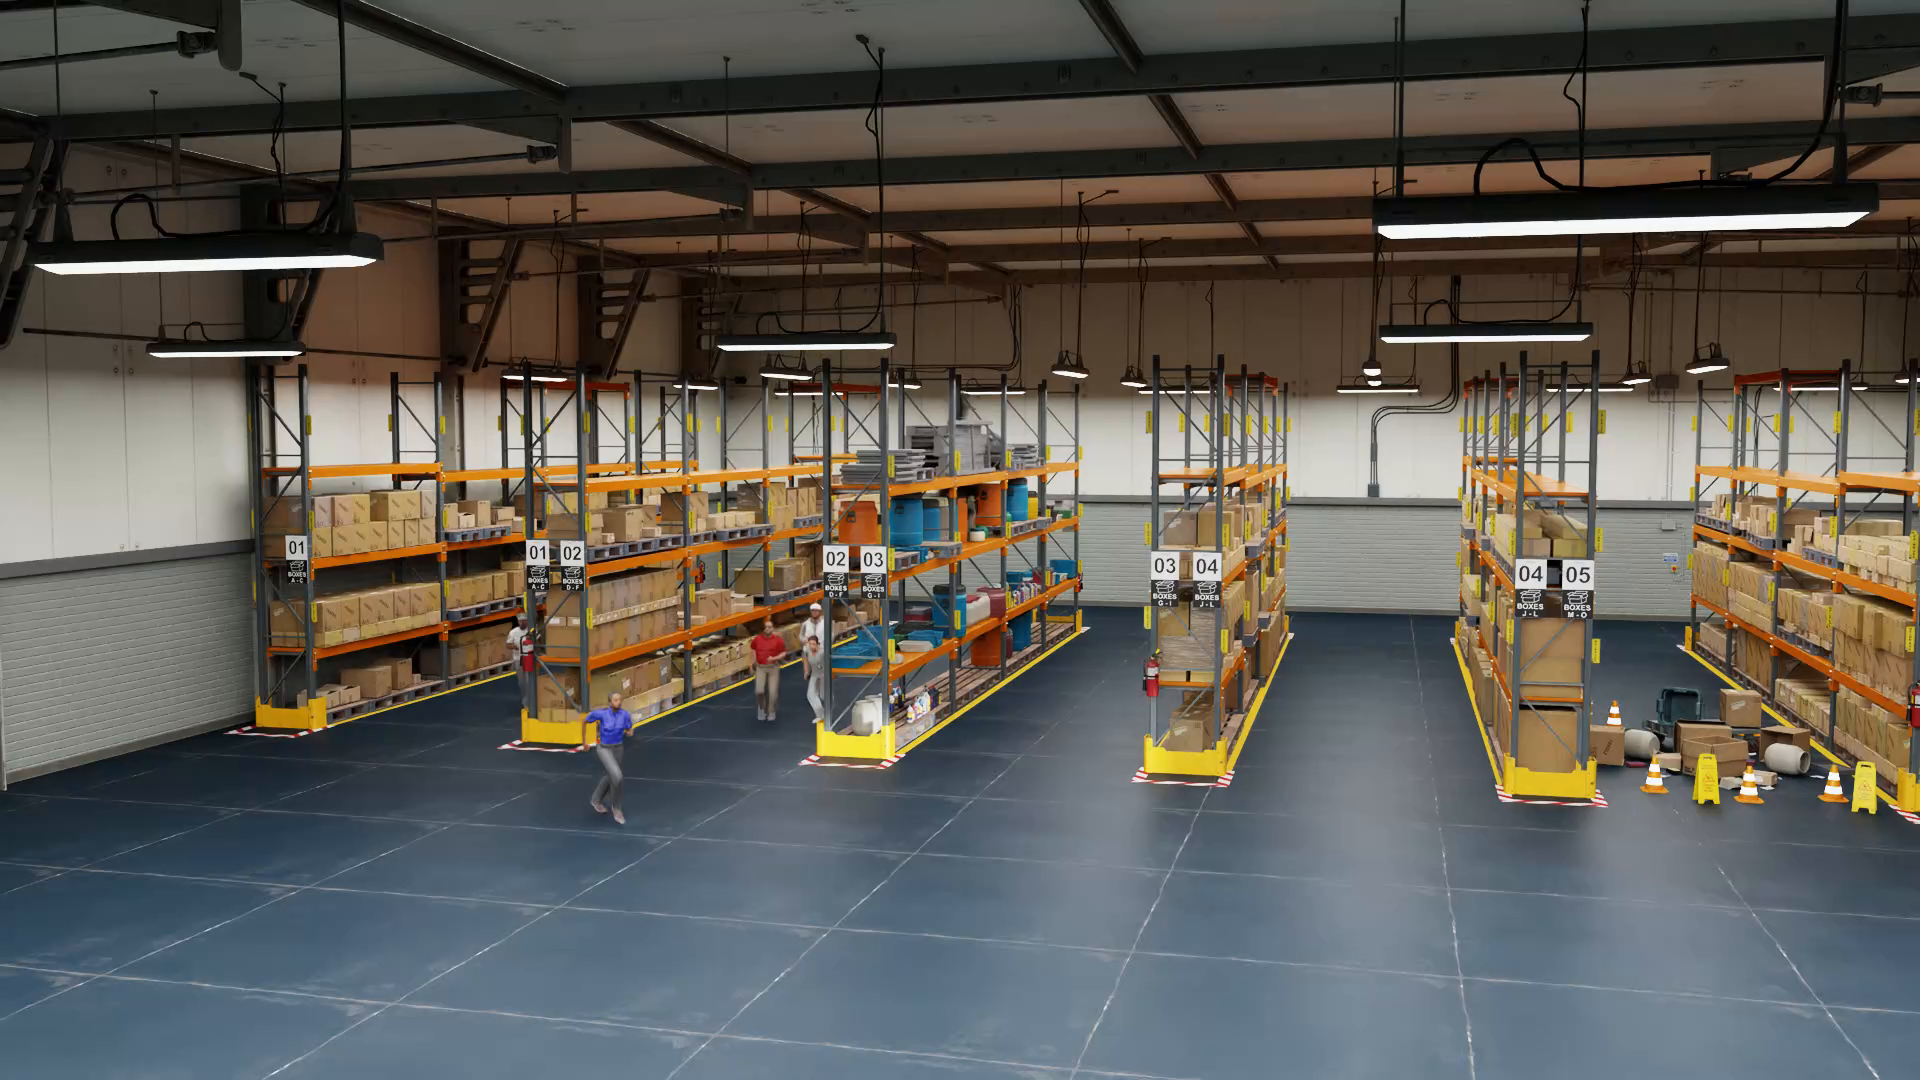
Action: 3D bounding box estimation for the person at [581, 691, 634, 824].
[{"bbox_3d":[-4.455,2.735,21.082,0.599,1.688,0.836,-4,5,-44],"label":"person"}]

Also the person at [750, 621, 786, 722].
[{"bbox_3d":[-3.248,2.221,27.985,0.648,1.703,0.649,0,4,0],"label":"person"}]

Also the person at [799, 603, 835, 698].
[{"bbox_3d":[-2.638,2.031,30.562,0.669,1.733,0.760,0,4,3],"label":"person"}]

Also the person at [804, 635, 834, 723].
[{"bbox_3d":[-2.324,2.323,28.204,0.566,1.520,0.972,1,4,19],"label":"person"}]

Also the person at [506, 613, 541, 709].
[{"bbox_3d":[-7.680,2.131,29.250,0.569,1.731,0.851,0,4,-5],"label":"person"}]
